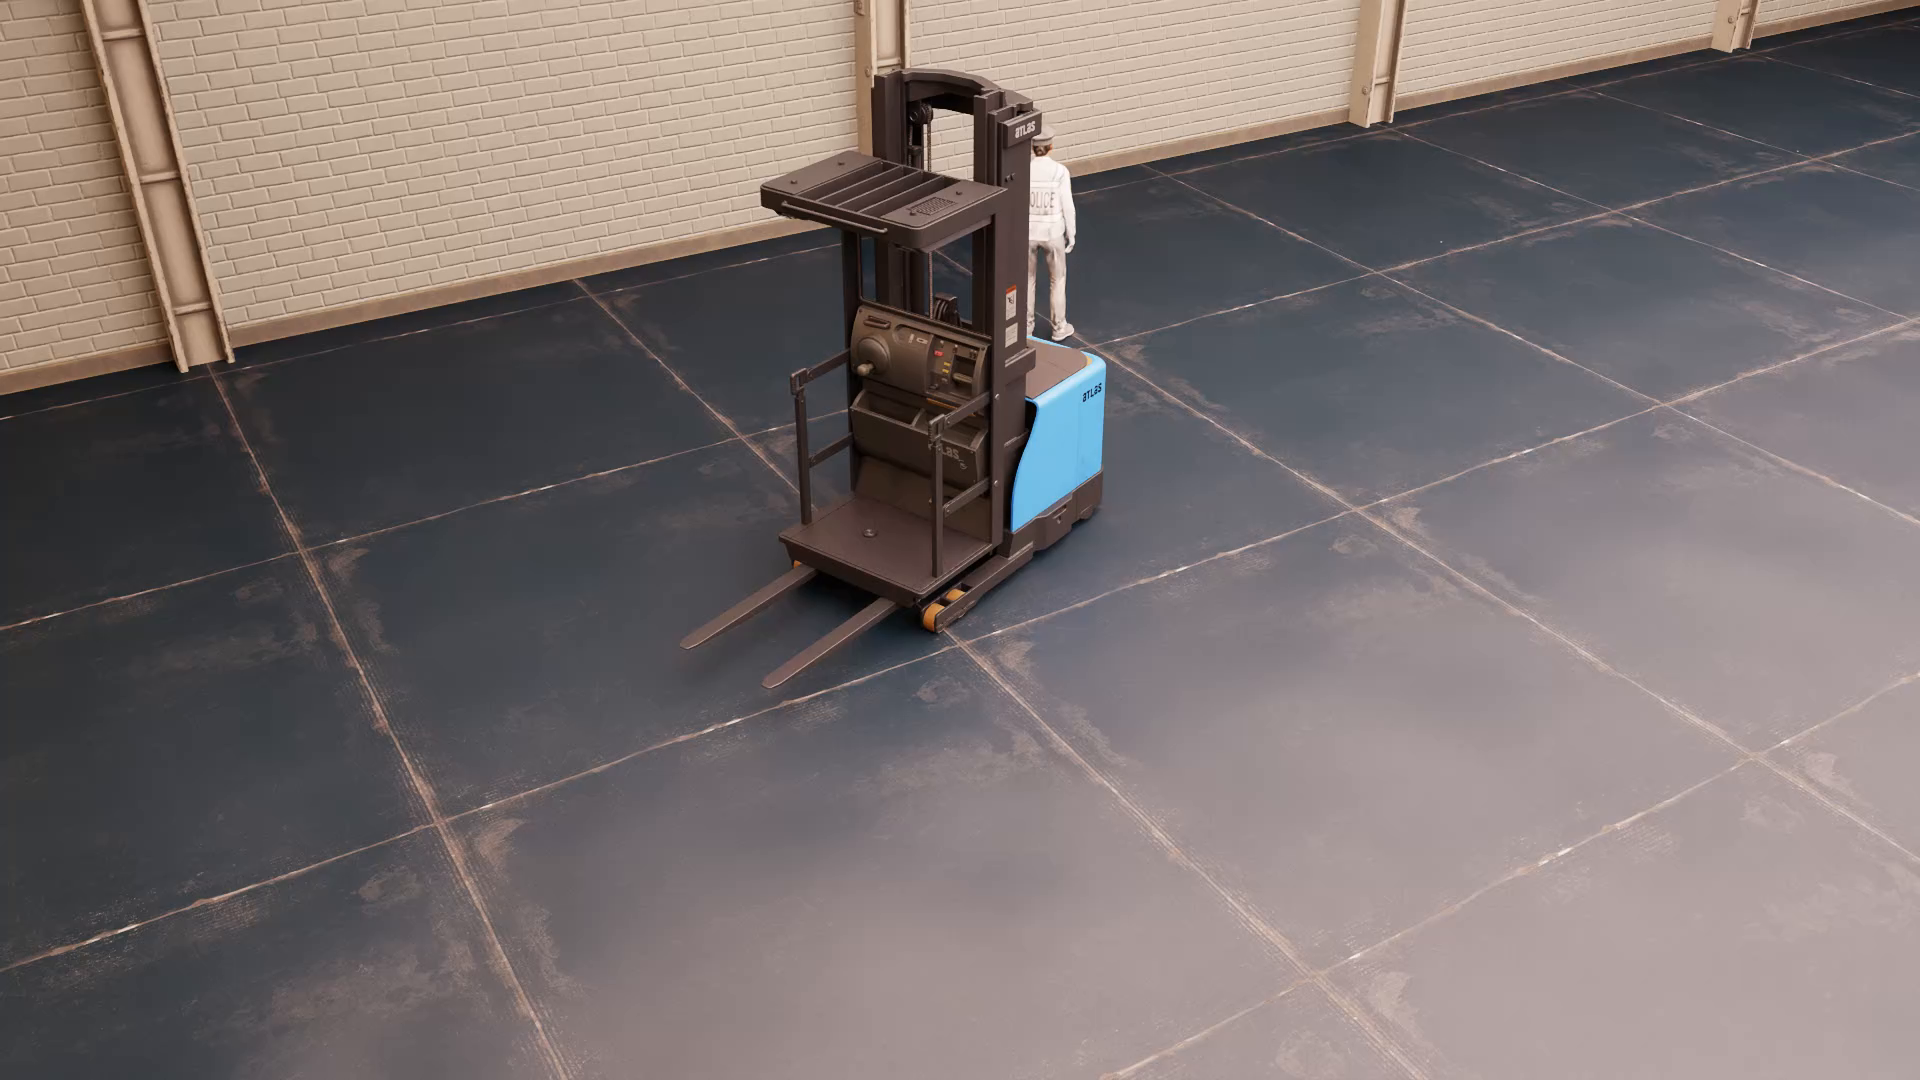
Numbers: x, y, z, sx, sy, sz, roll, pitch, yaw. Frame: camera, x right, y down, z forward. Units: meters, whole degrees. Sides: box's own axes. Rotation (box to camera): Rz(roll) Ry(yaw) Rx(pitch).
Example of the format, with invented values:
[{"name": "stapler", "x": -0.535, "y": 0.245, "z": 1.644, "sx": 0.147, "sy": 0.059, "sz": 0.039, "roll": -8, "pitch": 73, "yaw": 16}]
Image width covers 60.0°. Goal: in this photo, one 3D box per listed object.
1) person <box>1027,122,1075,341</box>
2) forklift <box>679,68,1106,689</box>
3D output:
[{"name": "person", "x": 0.622, "y": -2.344, "z": 12.796, "sx": 0.547, "sy": 1.665, "sz": 0.373, "roll": 5, "pitch": 31, "yaw": 8}, {"name": "forklift", "x": -0.365, "y": -1.007, "z": 9.329, "sx": 1.130, "sy": 2.935, "sz": 3.031, "roll": 21, "pitch": 37, "yaw": 31}]
